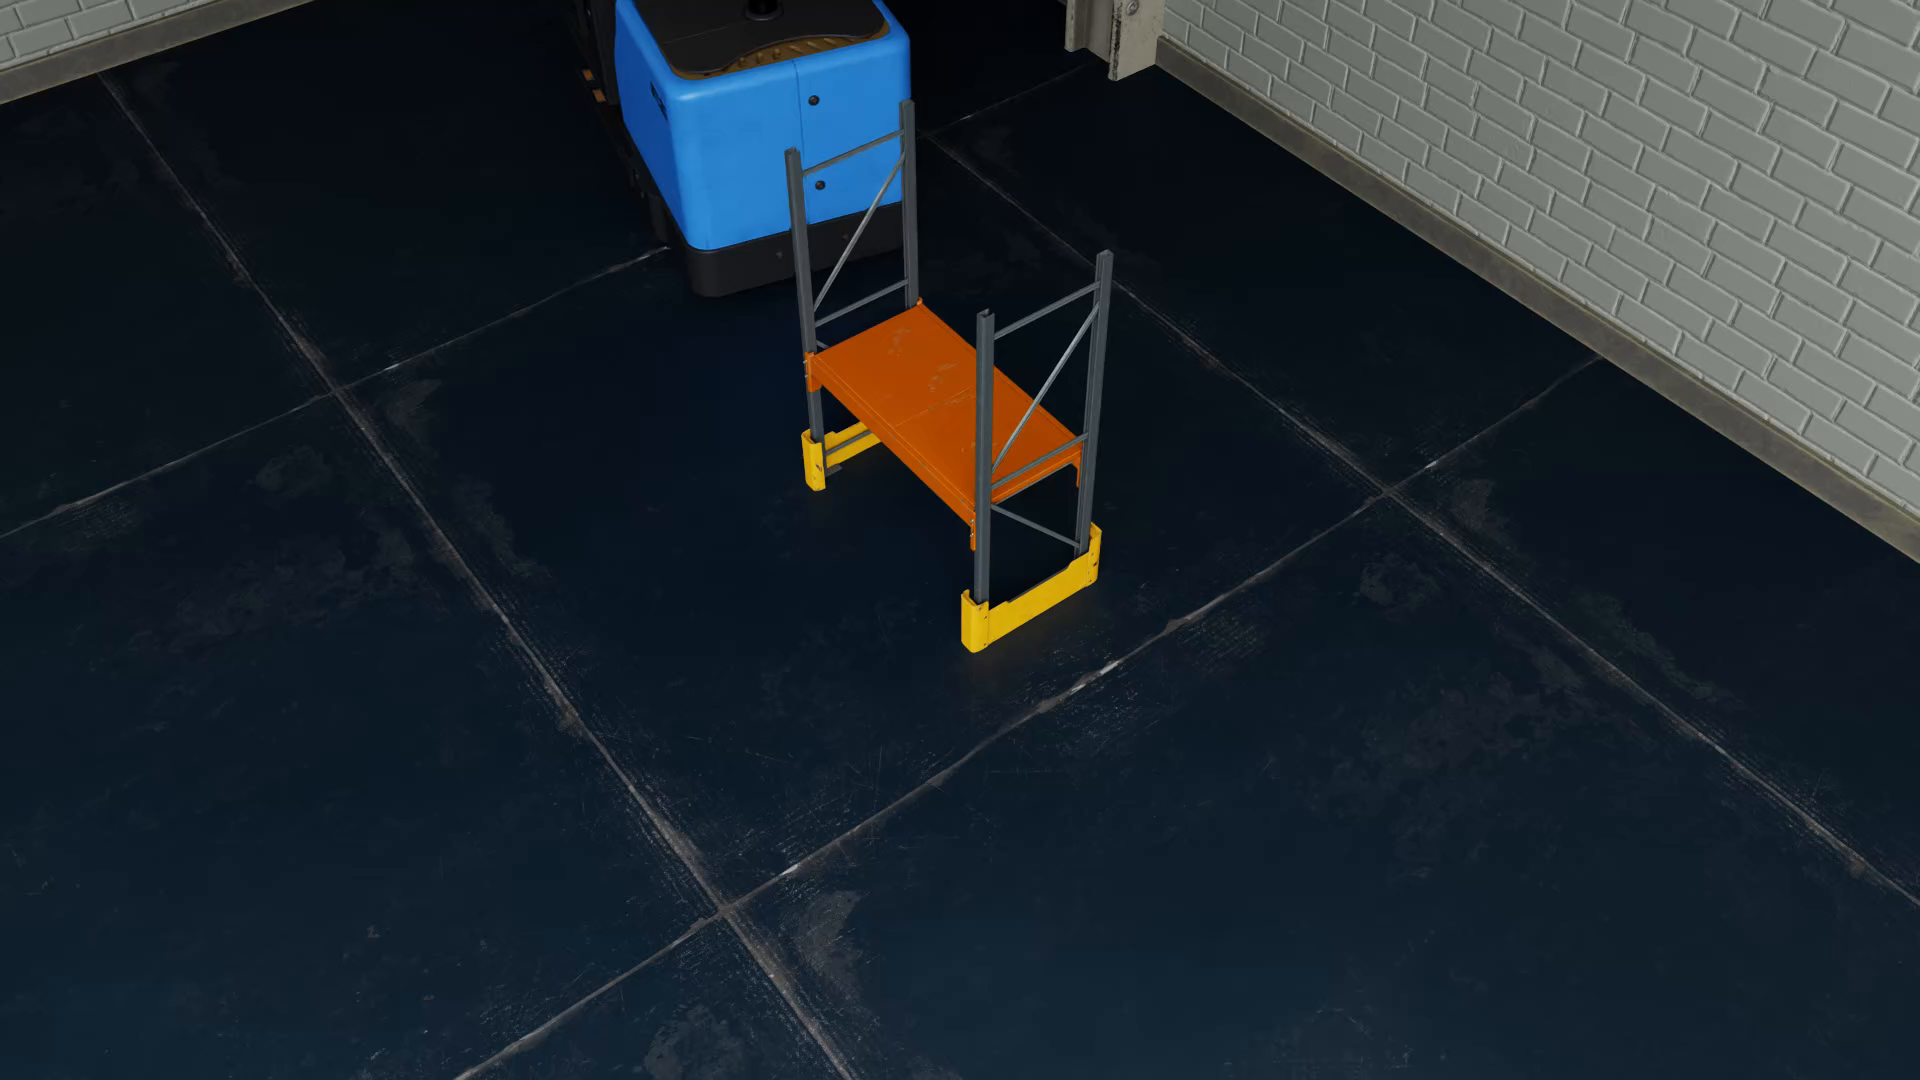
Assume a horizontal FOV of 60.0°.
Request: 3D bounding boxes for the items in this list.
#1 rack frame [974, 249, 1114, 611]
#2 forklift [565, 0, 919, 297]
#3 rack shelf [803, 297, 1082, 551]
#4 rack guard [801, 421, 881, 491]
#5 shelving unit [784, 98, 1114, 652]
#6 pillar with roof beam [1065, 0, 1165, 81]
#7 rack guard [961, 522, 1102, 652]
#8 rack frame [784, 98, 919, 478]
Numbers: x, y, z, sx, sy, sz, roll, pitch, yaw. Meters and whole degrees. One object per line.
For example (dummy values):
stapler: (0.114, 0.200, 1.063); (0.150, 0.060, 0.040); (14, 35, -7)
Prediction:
rack frame: (0.256, -0.254, 5.468); (0.500, 1.500, 0.032); (-29, 54, -24)
forklift: (-1.237, -3.128, 7.108); (1.130, 2.935, 3.031); (-18, 50, -16)
rack shelf: (-0.052, -0.433, 5.873); (0.538, 0.185, 1.000); (-29, 54, -24)
rack guard: (-0.348, -0.423, 6.464); (0.587, 0.250, 0.087); (-29, 54, -24)
shelving unit: (-0.046, -0.549, 5.735); (0.587, 1.500, 1.083); (-29, 54, -24)
pillar with roof beam: (-2.651, -3.574, 3.416); (9.100, 9.000, 0.400); (-29, 54, -24)
rack guard: (0.255, 0.165, 5.932); (0.587, 0.250, 0.087); (-29, 54, -24)
rack frame: (-0.359, -0.854, 6.012); (0.500, 1.500, 0.032); (-29, 54, -24)
